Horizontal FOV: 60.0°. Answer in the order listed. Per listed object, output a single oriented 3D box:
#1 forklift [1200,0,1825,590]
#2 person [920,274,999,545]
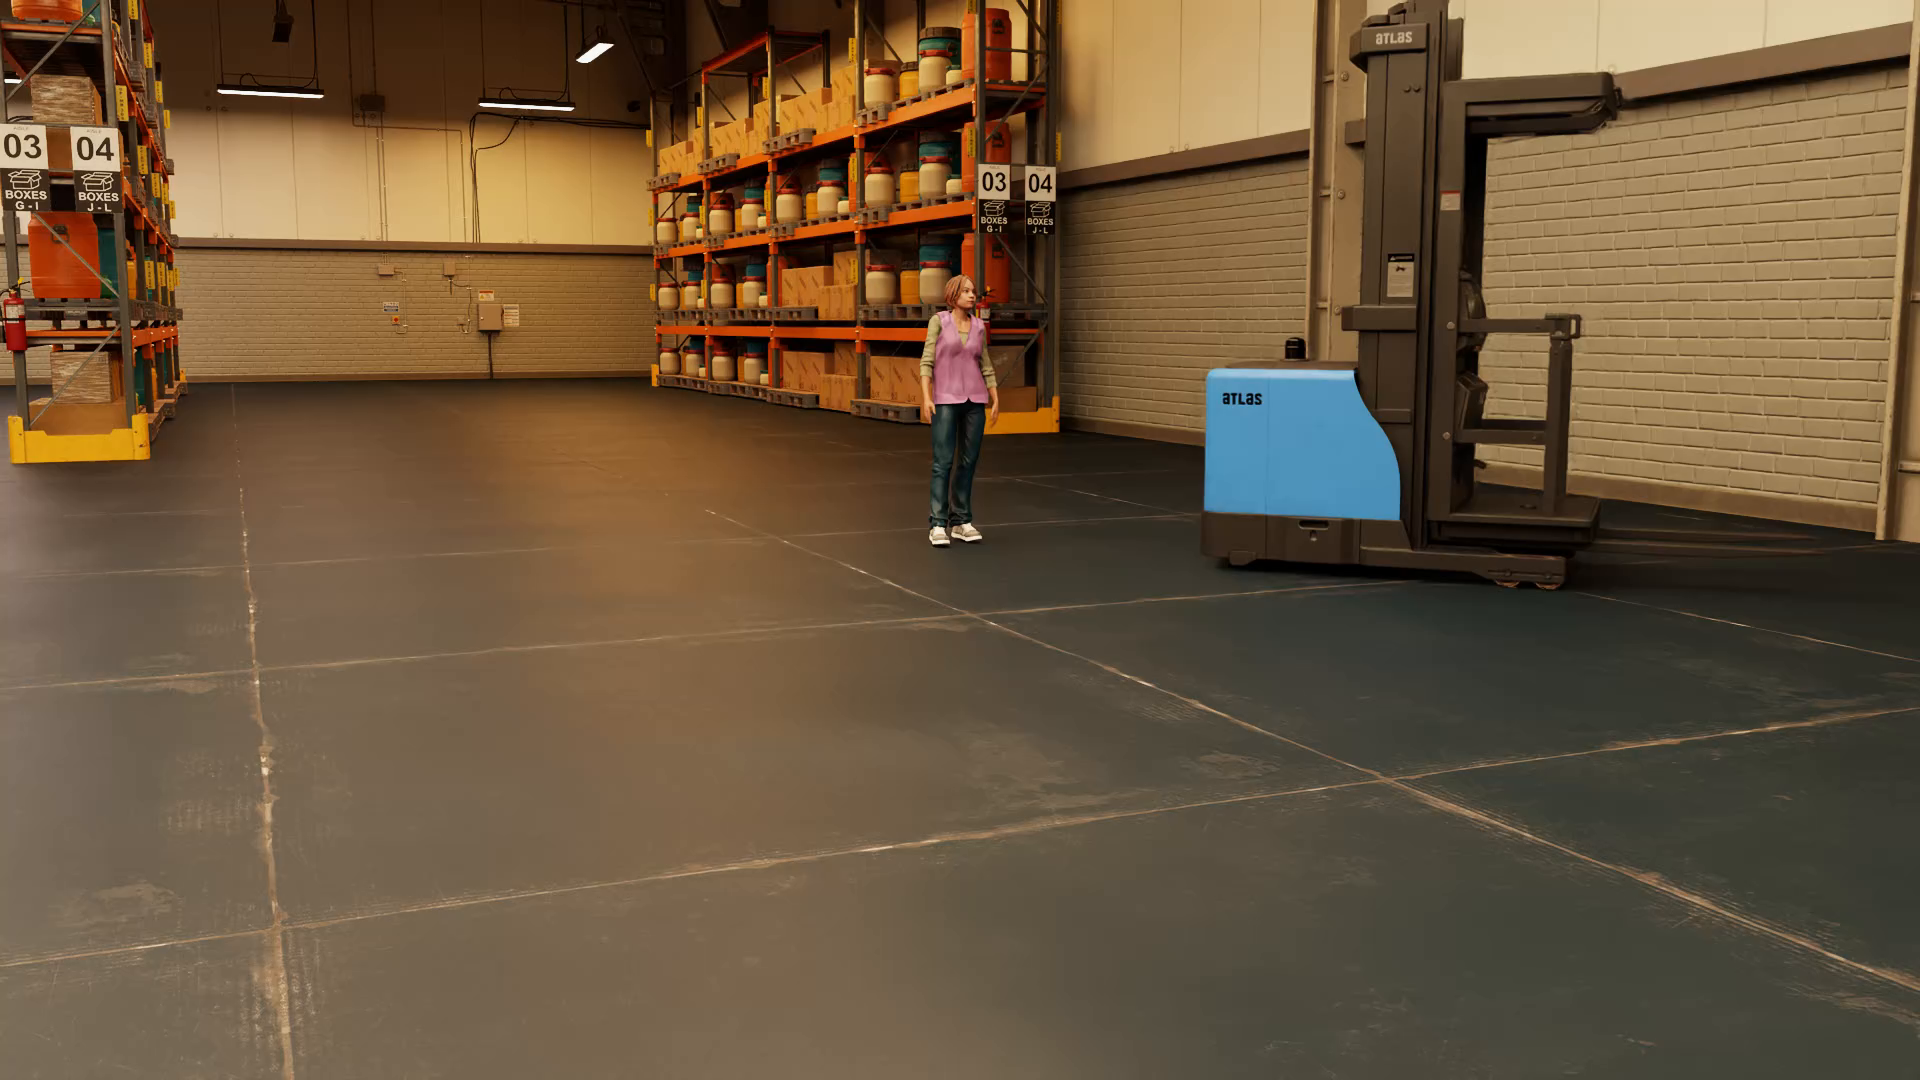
[{"bbox_3d":[2.872,-1.283,8.674,3.031,2.935,1.130,3,8,23],"label":"forklift"},{"bbox_3d":[0.016,-0.790,9.976,0.519,1.598,0.475,-3,8,-23],"label":"person"}]
